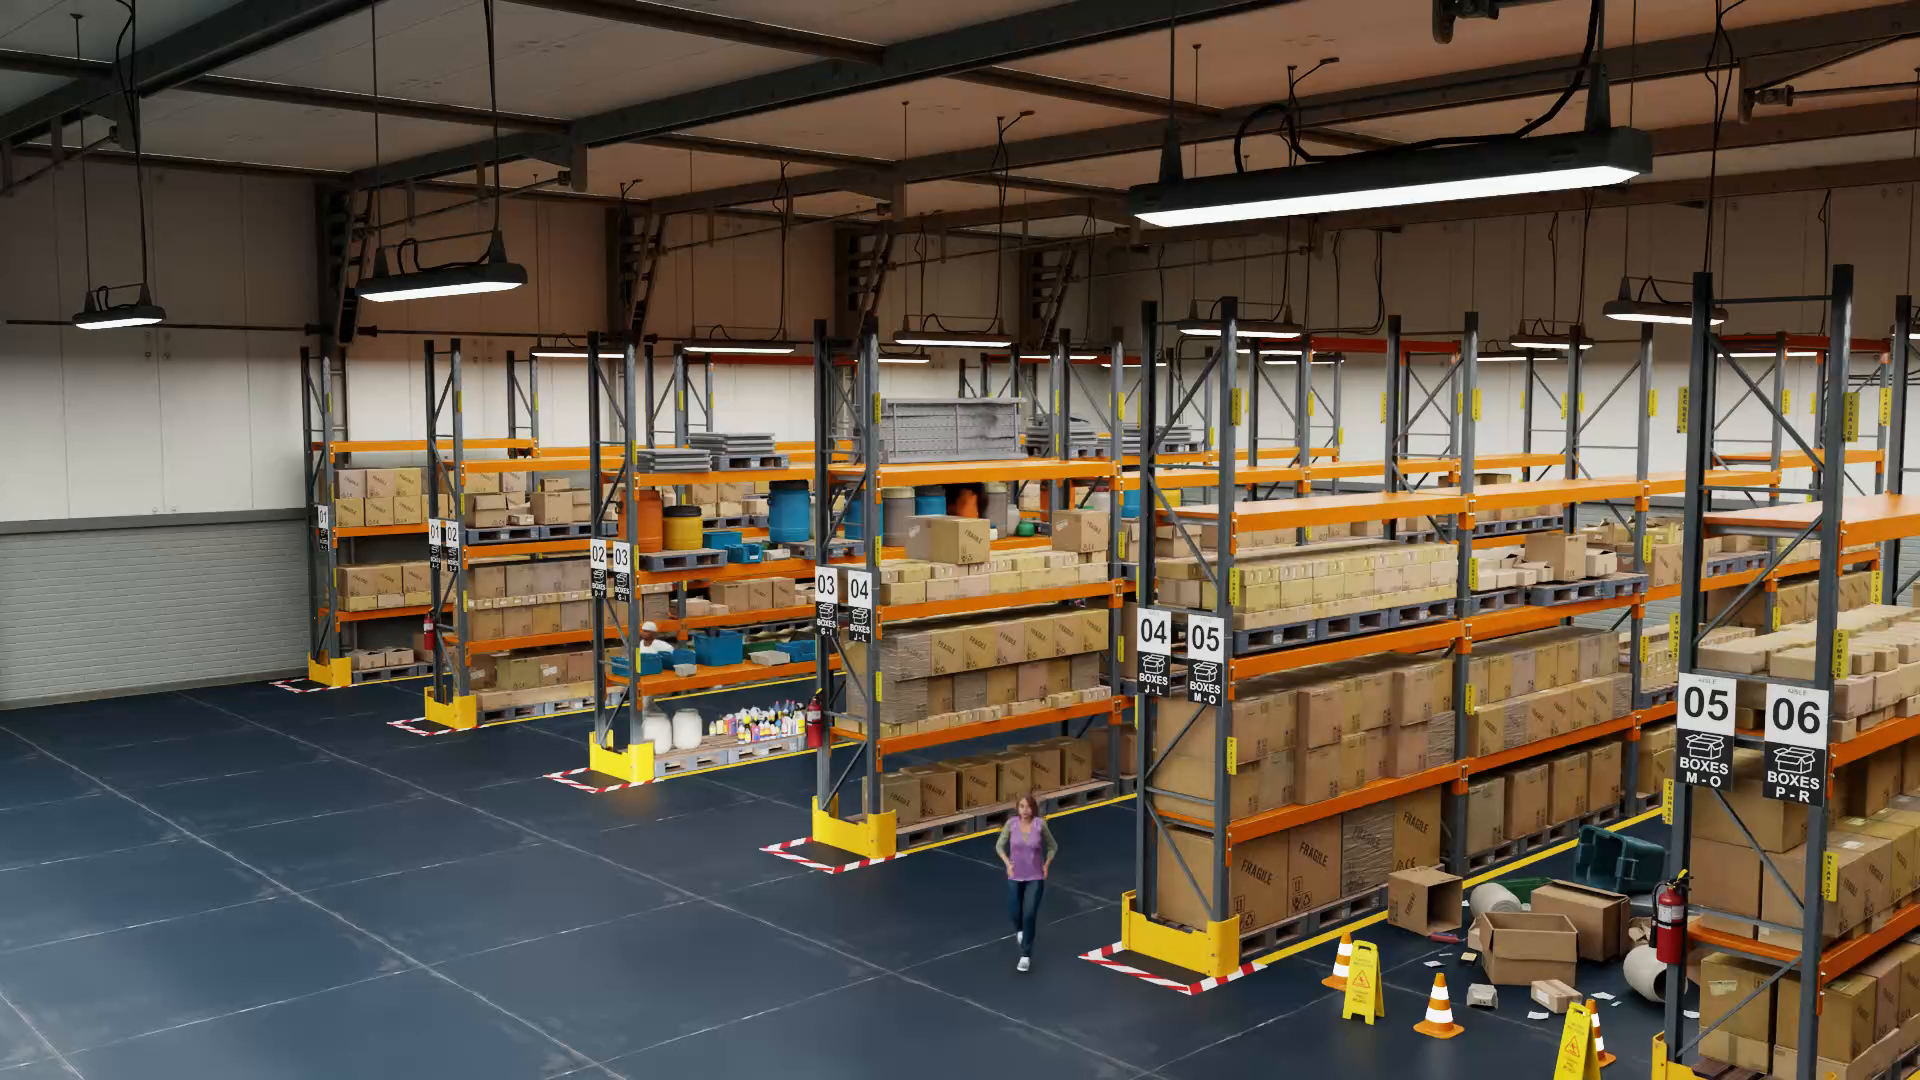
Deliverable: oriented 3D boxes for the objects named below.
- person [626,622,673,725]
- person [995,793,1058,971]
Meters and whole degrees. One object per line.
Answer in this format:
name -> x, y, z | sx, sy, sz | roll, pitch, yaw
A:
person -> -4.606, 2.097, 24.567 | 0.688, 1.788, 0.891 | 4, 6, 37
person -> 0.599, 3.066, 15.078 | 0.568, 1.553, 0.631 | 1, 5, 8
